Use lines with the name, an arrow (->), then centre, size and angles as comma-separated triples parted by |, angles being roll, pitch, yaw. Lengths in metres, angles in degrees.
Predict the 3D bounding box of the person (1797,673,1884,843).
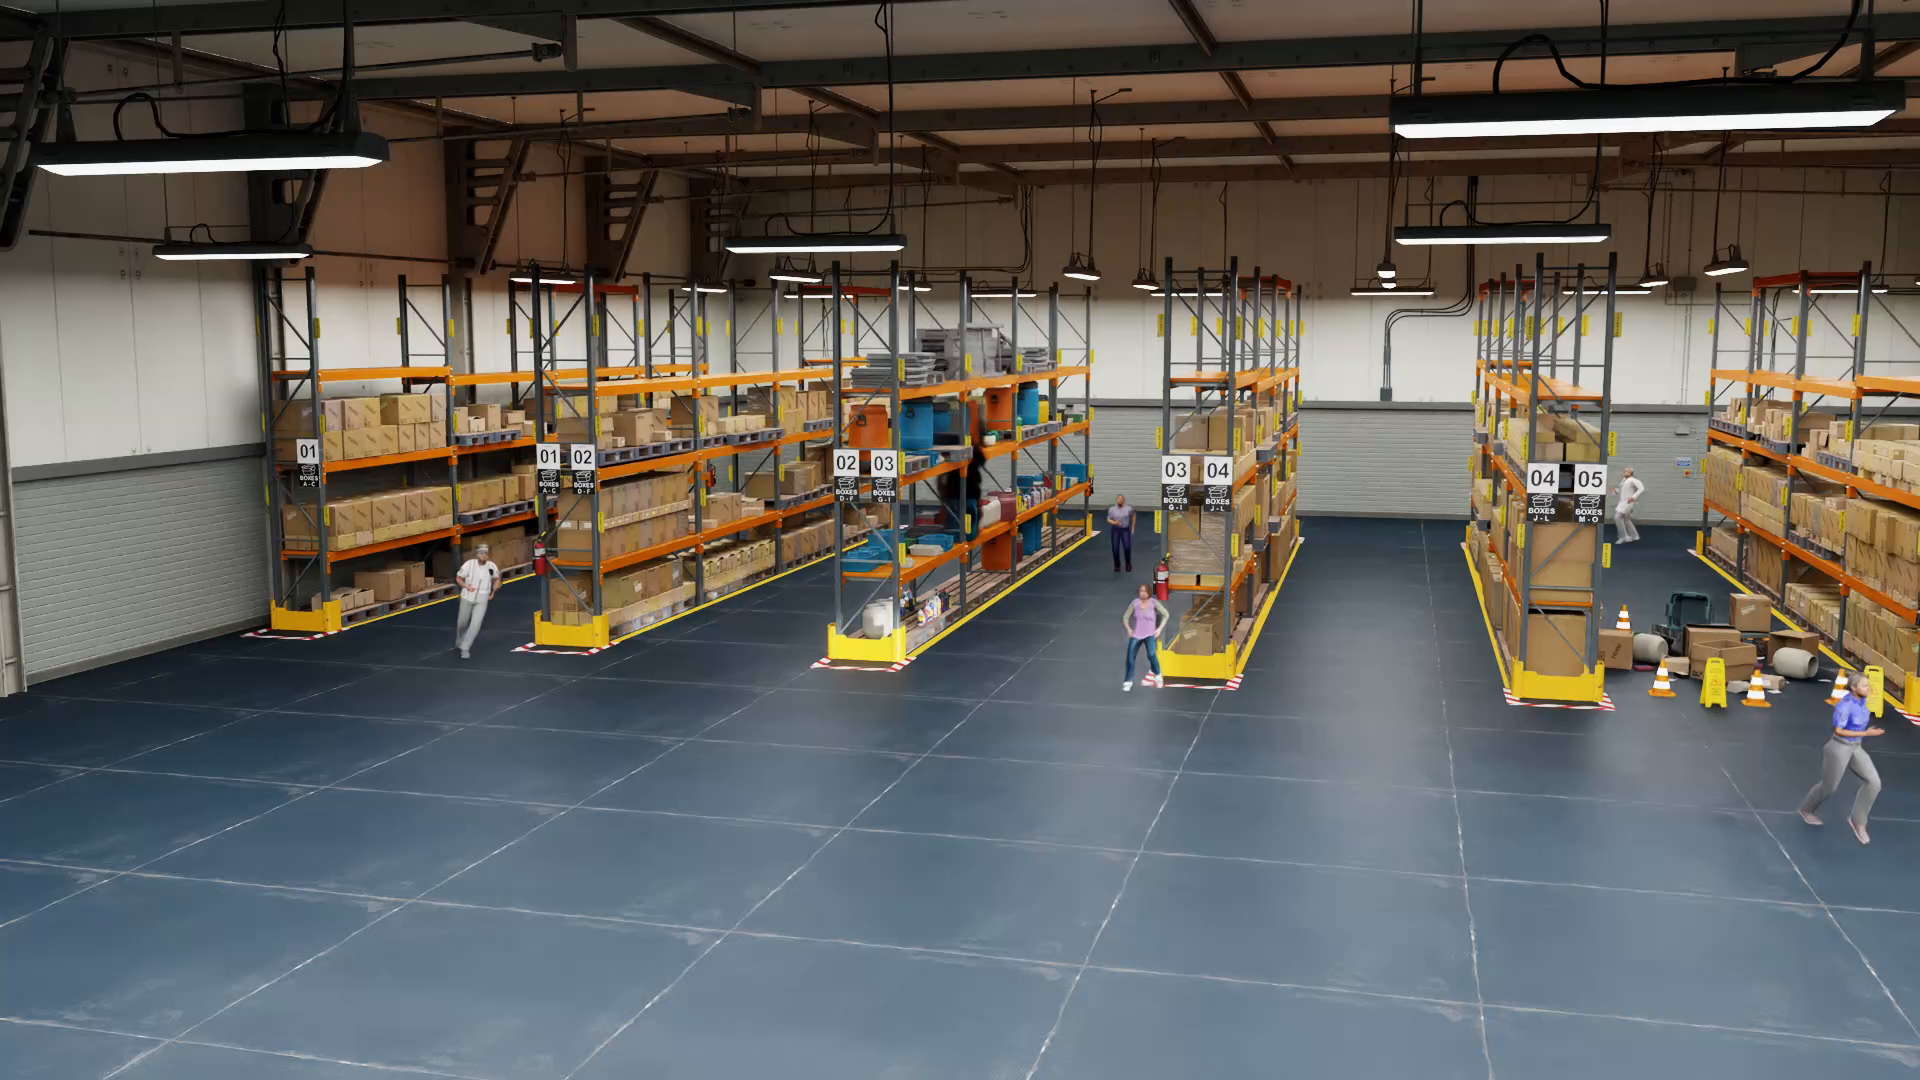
person -> 8.723, 2.120, 16.438 | 0.599, 1.684, 0.833 | -4, 8, -30

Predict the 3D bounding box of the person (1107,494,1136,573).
person -> 3.313, -0.128, 34.096 | 0.601, 1.624, 0.648 | 1, 7, 4

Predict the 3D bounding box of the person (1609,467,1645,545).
person -> 15.513, -0.790, 38.768 | 0.777, 1.826, 0.685 | 0, 7, 1

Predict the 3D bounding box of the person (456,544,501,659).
person -> -7.450, 0.905, 25.705 | 0.701, 1.738, 0.900 | -2, 8, -18

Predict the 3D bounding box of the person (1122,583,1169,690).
person -> 2.541, 1.347, 22.920 | 0.640, 1.523, 0.592 | 1, 7, 11
